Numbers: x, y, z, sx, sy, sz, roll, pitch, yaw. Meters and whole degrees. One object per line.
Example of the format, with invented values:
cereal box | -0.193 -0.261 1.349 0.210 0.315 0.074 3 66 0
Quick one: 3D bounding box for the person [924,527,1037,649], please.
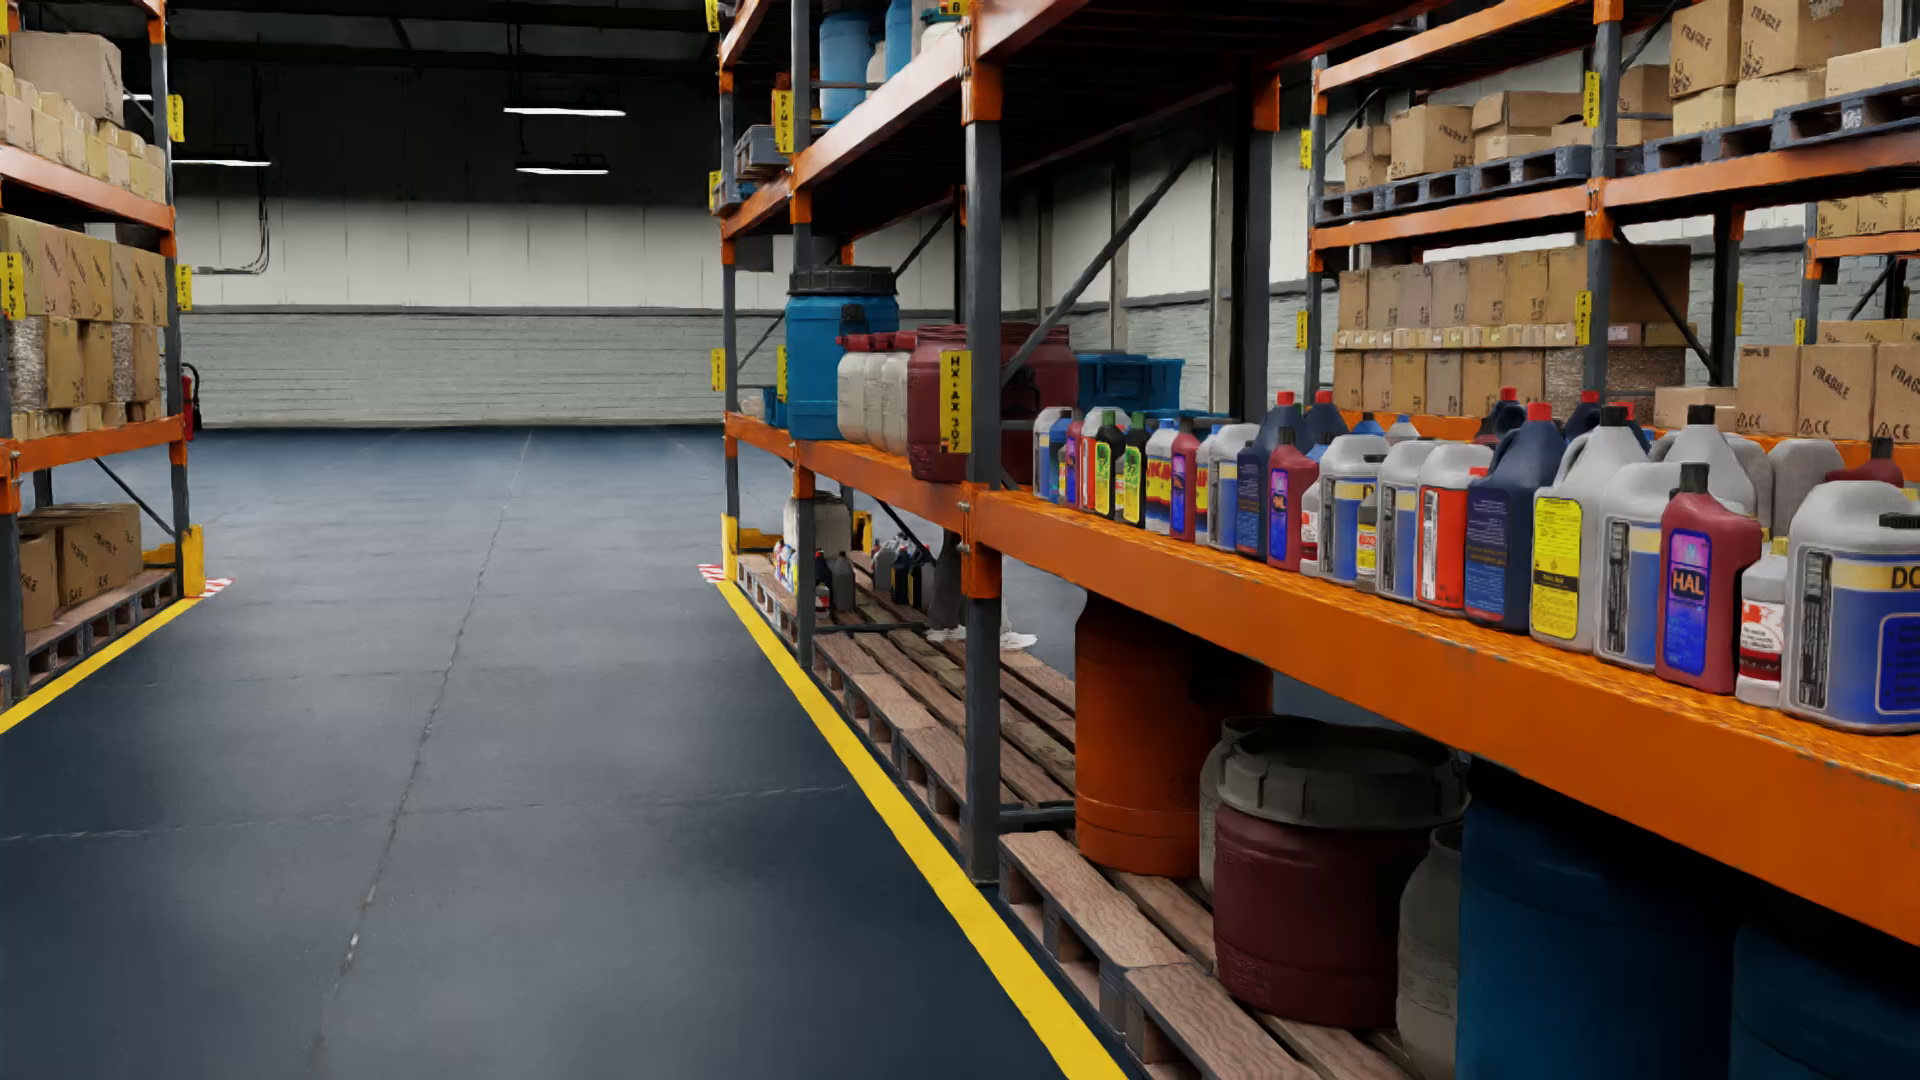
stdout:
person | 0.103 -0.276 8.595 0.568 1.667 0.612 -1 6 -6
